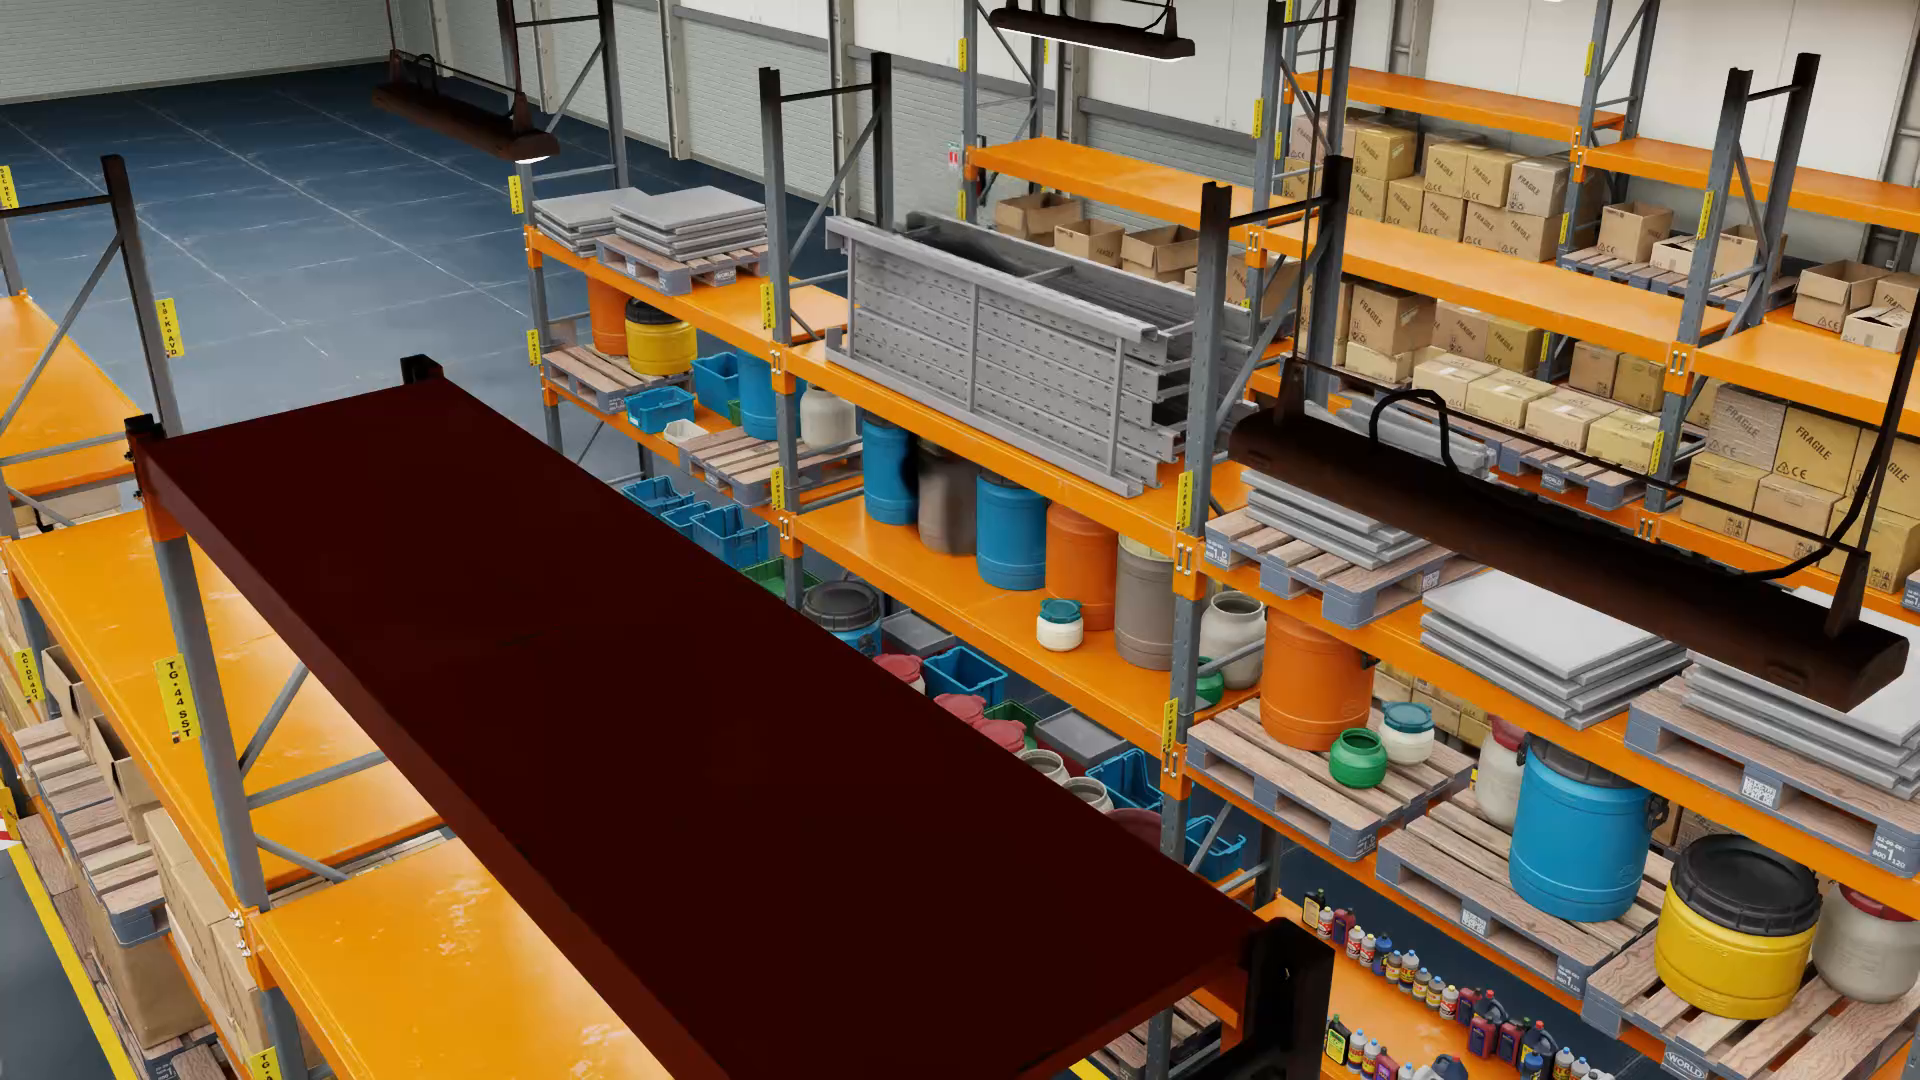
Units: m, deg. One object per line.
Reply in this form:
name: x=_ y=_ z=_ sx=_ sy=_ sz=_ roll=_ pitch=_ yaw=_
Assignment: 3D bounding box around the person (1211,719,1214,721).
person: x=1.903 y=1.056 z=13.539 sx=0.762 sy=1.687 sz=0.603 roll=20 pitch=32 yaw=36
